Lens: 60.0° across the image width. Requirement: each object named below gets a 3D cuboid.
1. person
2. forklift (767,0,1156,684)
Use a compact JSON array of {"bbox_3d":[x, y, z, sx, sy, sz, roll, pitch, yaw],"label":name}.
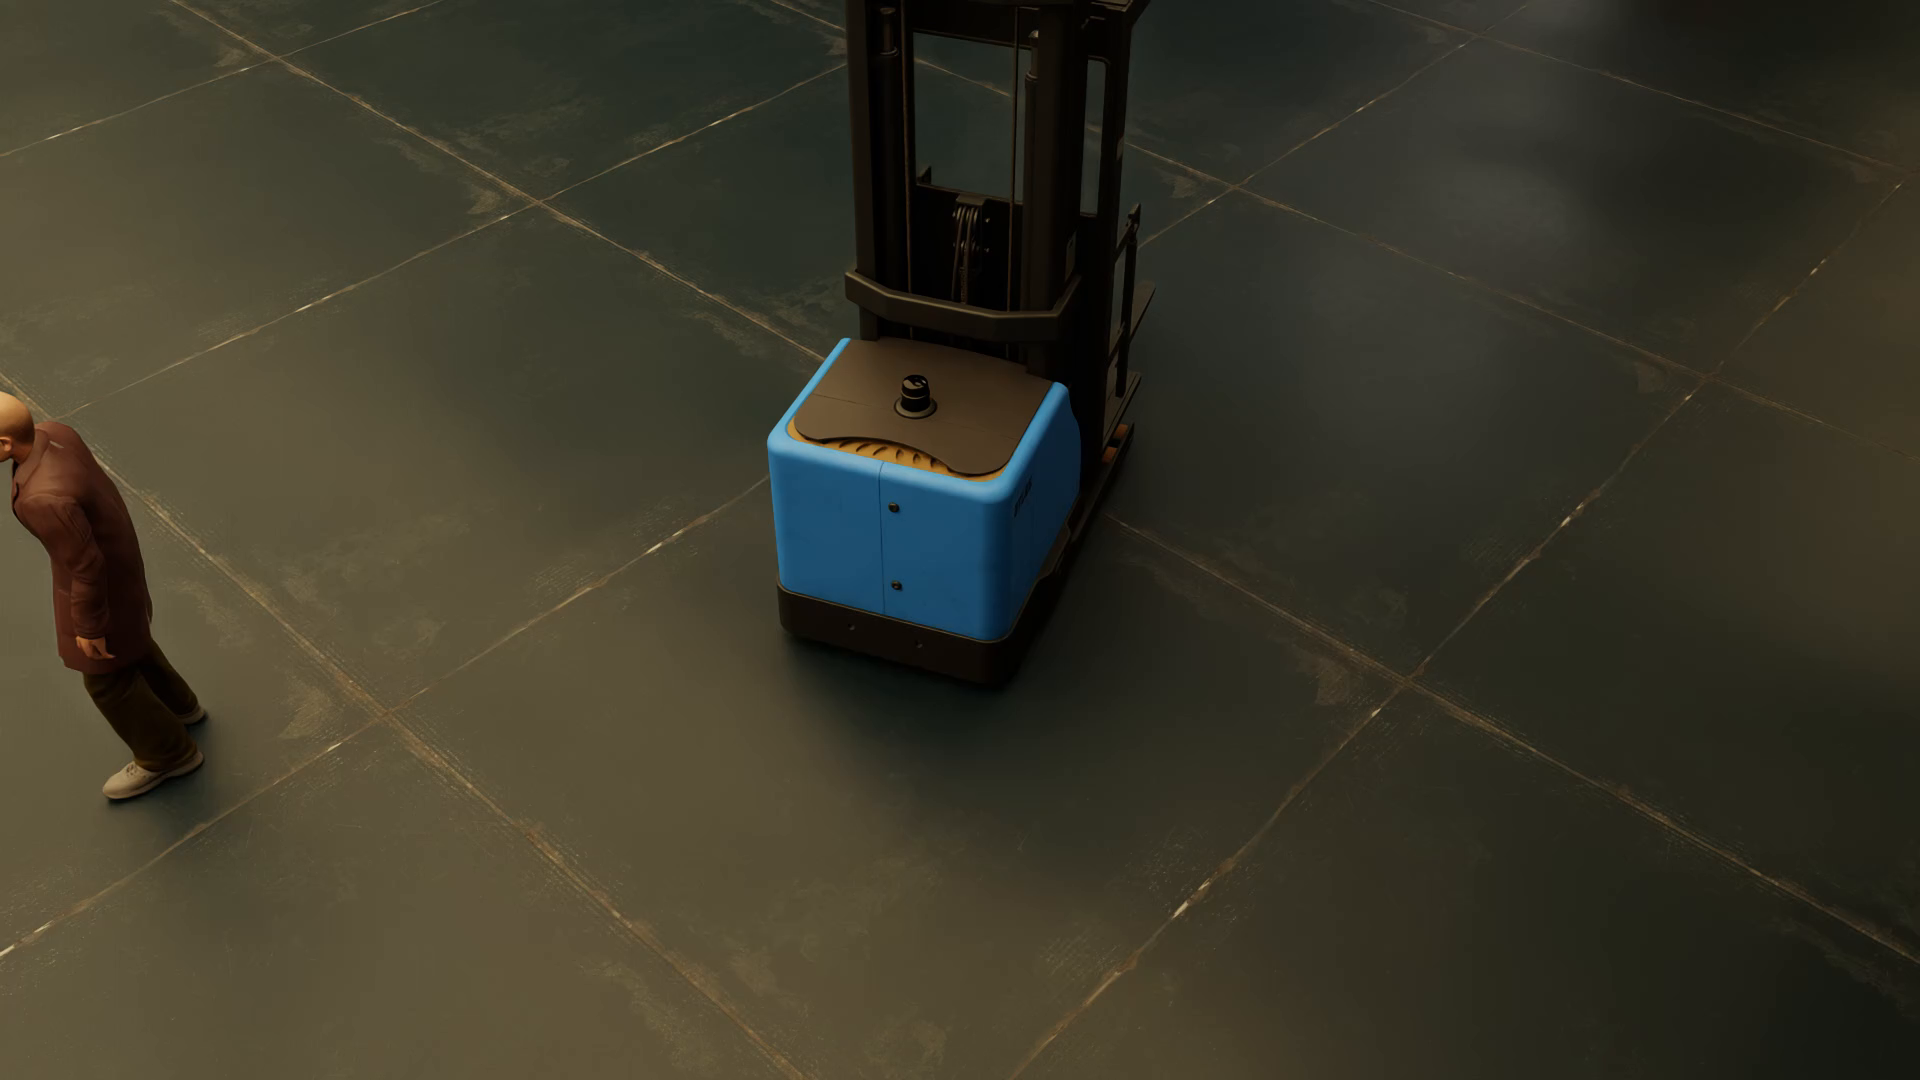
[{"bbox_3d":[-3.203,0.177,6.113,0.439,1.775,0.644,-15,43,-16],"label":"person"},{"bbox_3d":[0.211,-1.484,7.158,1.130,2.935,3.031,14,42,15],"label":"forklift"}]
